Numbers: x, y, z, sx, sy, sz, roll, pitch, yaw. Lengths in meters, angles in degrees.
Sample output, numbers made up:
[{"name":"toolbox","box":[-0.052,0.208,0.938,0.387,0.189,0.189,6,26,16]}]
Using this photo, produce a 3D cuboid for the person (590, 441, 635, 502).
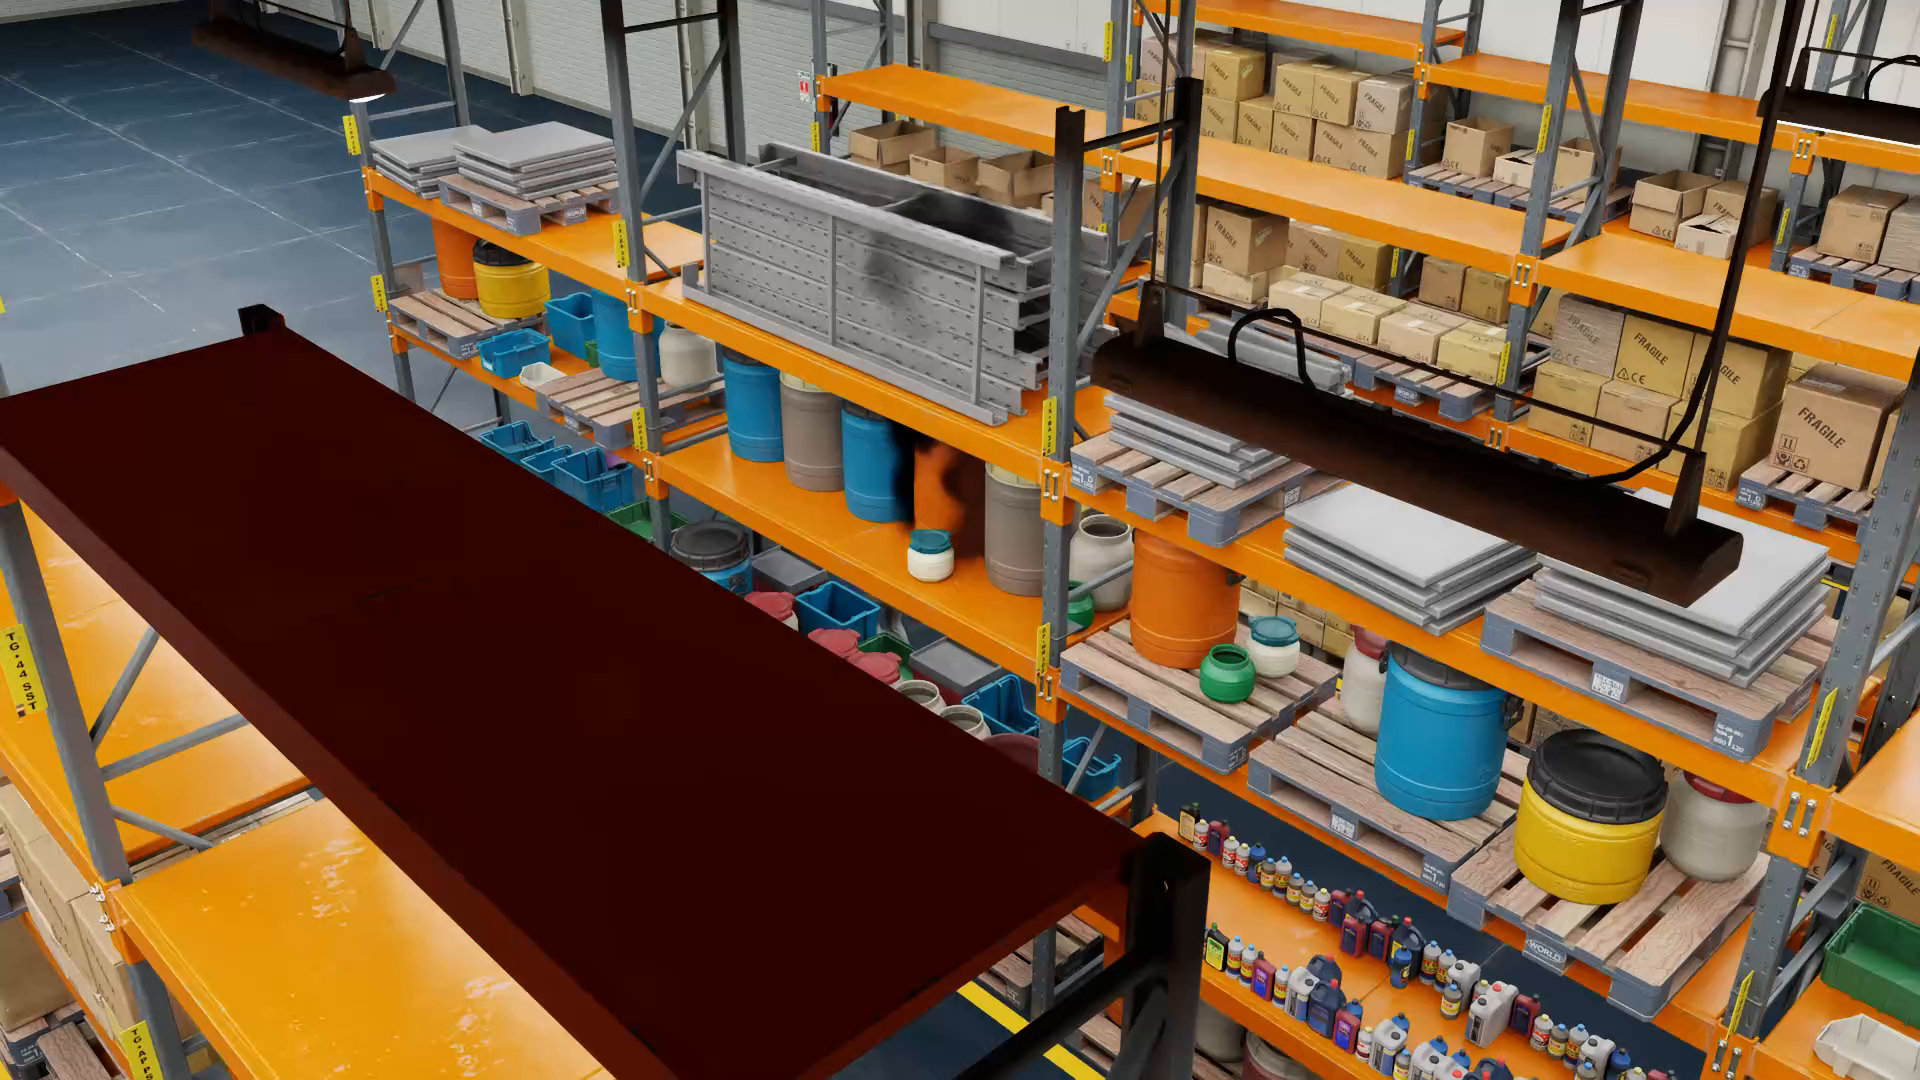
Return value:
[{"name":"person","box":[-3.479,-0.765,16.625,0.817,1.601,0.573,17,33,29]}]

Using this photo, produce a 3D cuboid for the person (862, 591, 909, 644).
[{"name":"person","box":[-0.660,0.410,14.321,0.591,1.695,0.619,-24,36,-37]}]
